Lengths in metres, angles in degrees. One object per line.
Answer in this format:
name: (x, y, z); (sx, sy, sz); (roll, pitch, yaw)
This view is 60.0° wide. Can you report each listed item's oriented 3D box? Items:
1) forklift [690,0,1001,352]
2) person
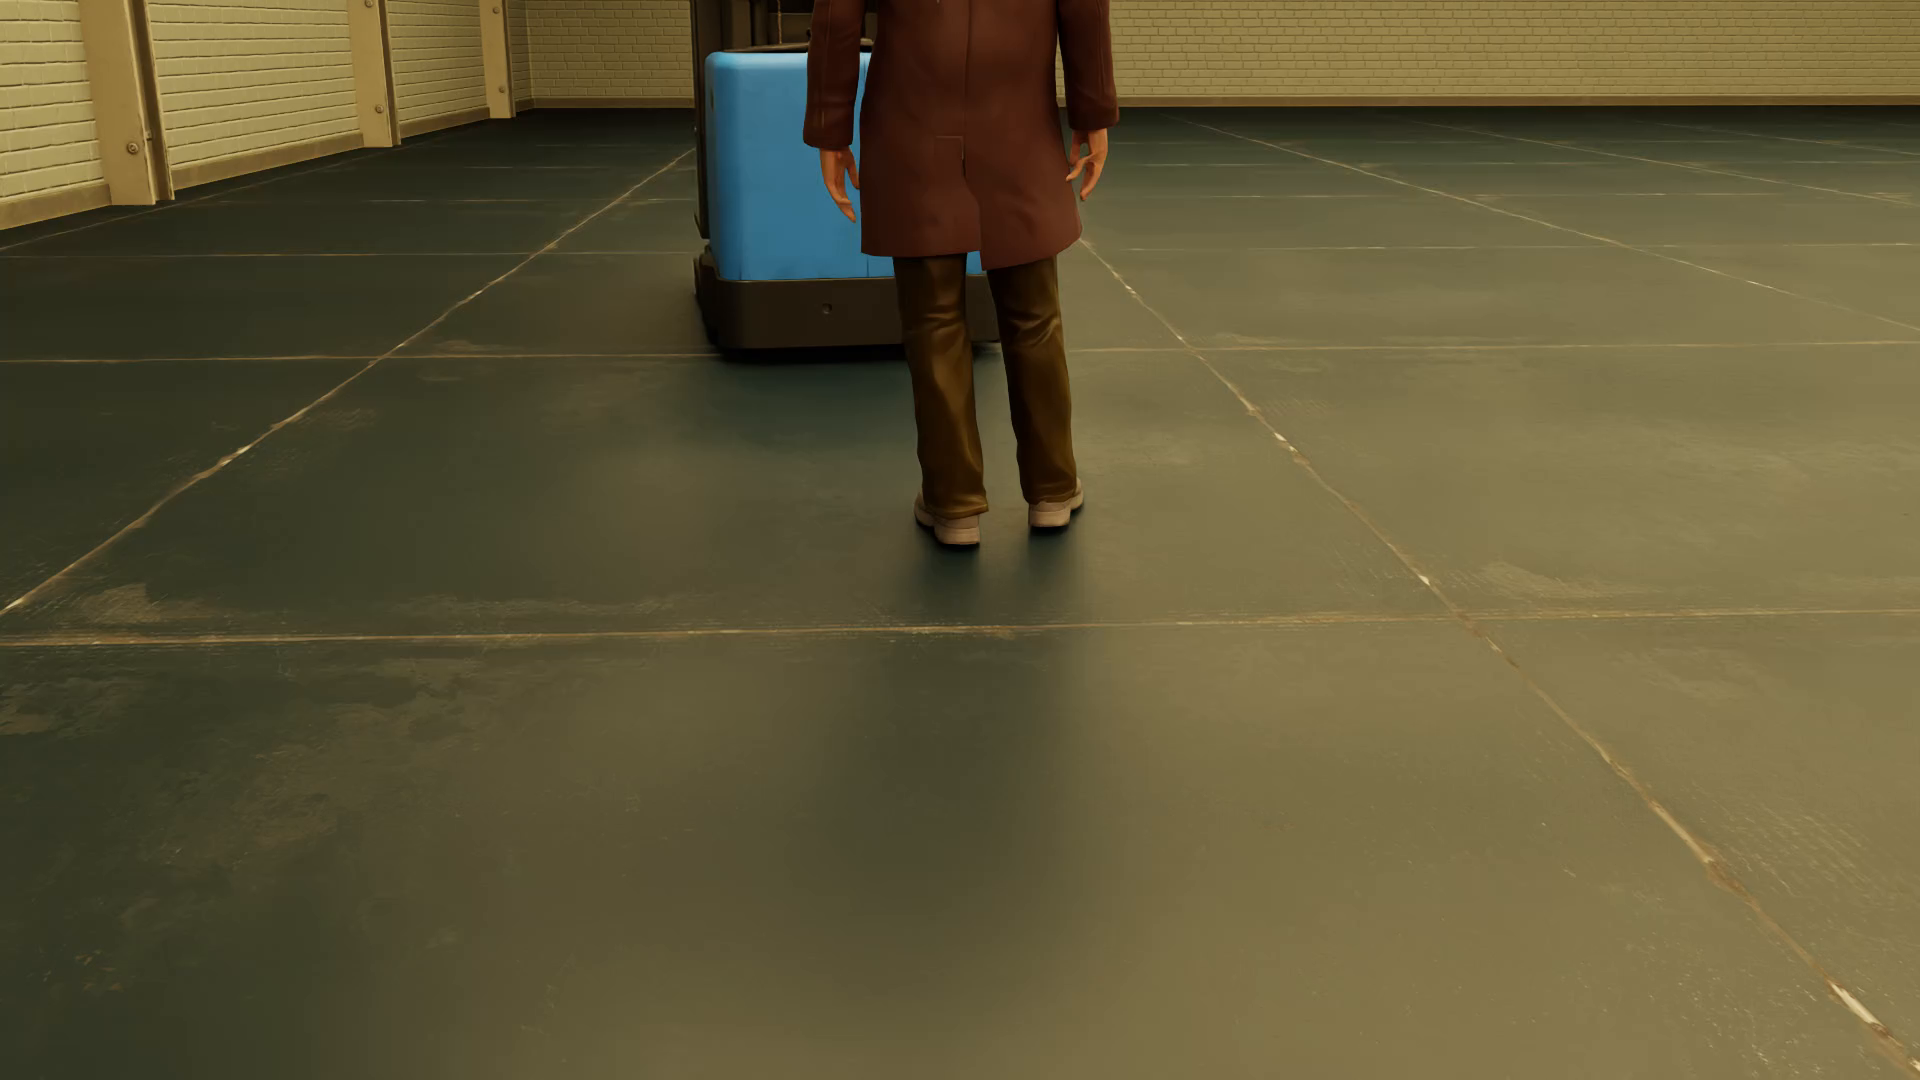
forklift: (-0.600, -2.465, 6.966); (1.130, 2.935, 3.031); (-3, 17, -10)
person: (-0.001, -0.884, 3.744); (0.698, 1.778, 0.579); (-1, 17, -3)
